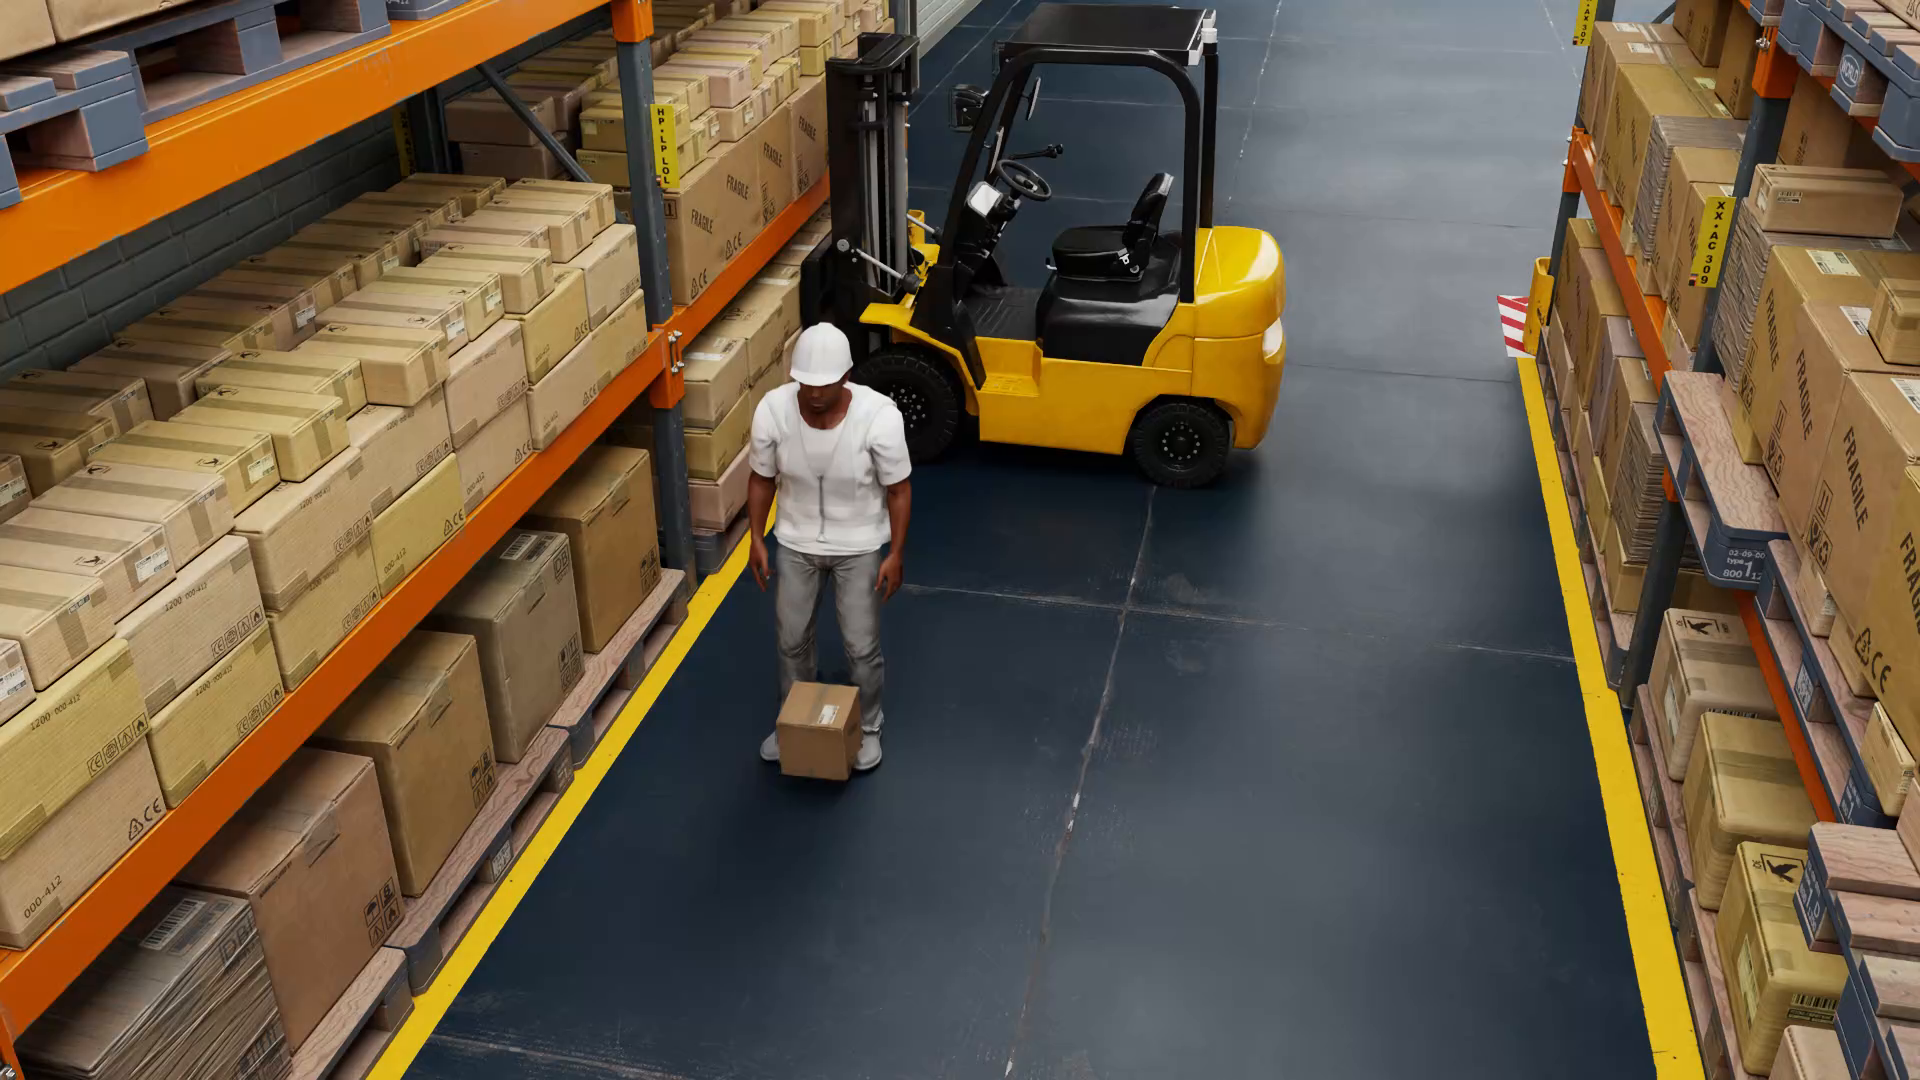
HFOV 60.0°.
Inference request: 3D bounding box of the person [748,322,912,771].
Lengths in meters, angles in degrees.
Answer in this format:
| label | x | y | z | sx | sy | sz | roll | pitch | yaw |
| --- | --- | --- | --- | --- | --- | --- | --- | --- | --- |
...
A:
| label | x | y | z | sx | sy | sz | roll | pitch | yaw |
| --- | --- | --- | --- | --- | --- | --- | --- | --- | --- |
| person | -0.477 | 0.024 | 6.059 | 0.601 | 1.762 | 0.446 | 5 | 29 | 9 |
